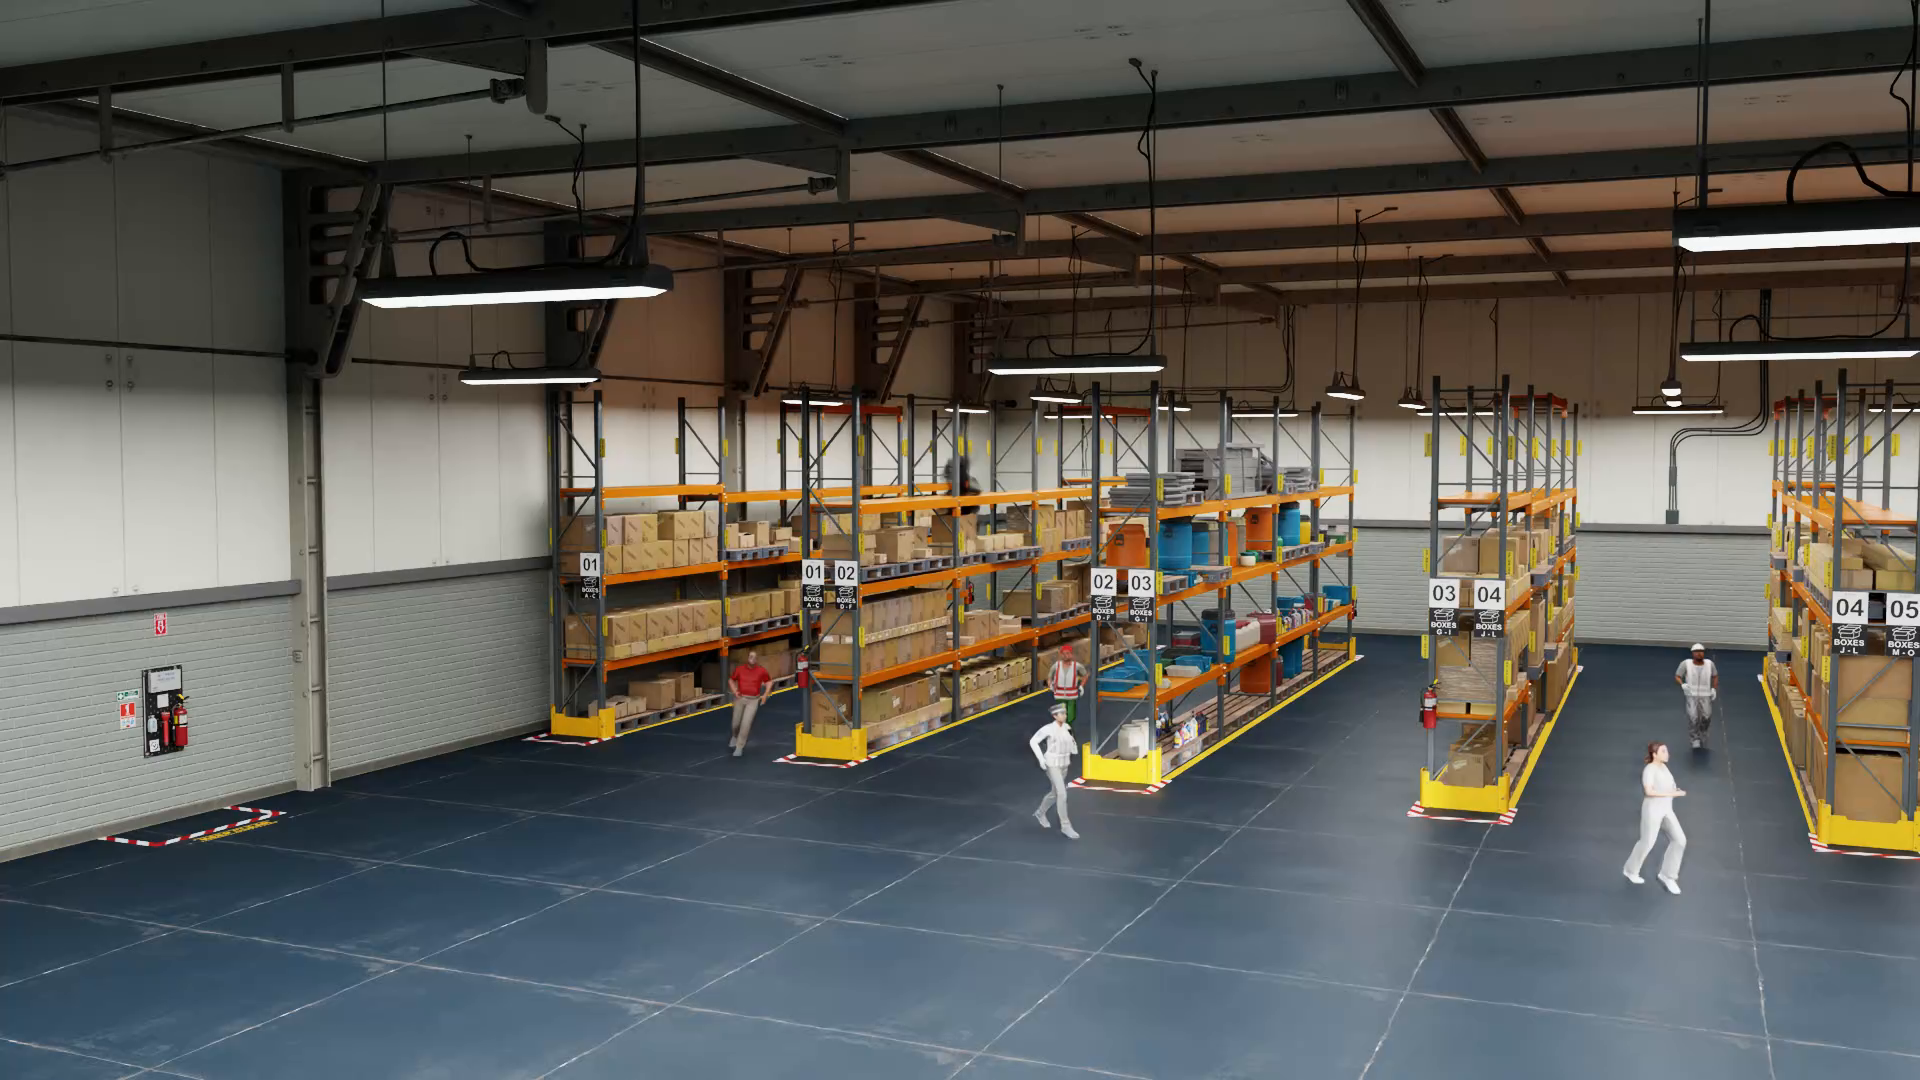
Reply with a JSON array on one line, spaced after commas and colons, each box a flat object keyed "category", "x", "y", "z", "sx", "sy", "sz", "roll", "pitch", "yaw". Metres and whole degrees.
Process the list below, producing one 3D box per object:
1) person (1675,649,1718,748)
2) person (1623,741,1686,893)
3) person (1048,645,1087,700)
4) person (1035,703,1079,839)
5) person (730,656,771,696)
[{"category": "person", "x": 12.279, "y": 2.619, "z": 27.714, "sx": 0.683, "sy": 1.693, "sz": 0.580, "roll": 1, "pitch": 3, "yaw": 17}, {"category": "person", "x": 7.876, "y": 3.125, "z": 18.828, "sx": 0.584, "sy": 1.728, "sz": 0.745, "roll": -2, "pitch": 4, "yaw": -34}, {"category": "person", "x": 1.745, "y": 2.598, "z": 27.206, "sx": 0.623, "sy": 1.768, "sz": 0.971, "roll": 1, "pitch": 3, "yaw": 11}, {"category": "person", "x": 1.264, "y": 2.945, "z": 21.547, "sx": 0.854, "sy": 1.707, "sz": 0.282, "roll": 3, "pitch": 4, "yaw": 45}, {"category": "person", "x": -3.439, "y": 2.225, "z": 27.245, "sx": 0.676, "sy": 0.679, "sz": 0.351, "roll": 0, "pitch": 3, "yaw": -3}]
